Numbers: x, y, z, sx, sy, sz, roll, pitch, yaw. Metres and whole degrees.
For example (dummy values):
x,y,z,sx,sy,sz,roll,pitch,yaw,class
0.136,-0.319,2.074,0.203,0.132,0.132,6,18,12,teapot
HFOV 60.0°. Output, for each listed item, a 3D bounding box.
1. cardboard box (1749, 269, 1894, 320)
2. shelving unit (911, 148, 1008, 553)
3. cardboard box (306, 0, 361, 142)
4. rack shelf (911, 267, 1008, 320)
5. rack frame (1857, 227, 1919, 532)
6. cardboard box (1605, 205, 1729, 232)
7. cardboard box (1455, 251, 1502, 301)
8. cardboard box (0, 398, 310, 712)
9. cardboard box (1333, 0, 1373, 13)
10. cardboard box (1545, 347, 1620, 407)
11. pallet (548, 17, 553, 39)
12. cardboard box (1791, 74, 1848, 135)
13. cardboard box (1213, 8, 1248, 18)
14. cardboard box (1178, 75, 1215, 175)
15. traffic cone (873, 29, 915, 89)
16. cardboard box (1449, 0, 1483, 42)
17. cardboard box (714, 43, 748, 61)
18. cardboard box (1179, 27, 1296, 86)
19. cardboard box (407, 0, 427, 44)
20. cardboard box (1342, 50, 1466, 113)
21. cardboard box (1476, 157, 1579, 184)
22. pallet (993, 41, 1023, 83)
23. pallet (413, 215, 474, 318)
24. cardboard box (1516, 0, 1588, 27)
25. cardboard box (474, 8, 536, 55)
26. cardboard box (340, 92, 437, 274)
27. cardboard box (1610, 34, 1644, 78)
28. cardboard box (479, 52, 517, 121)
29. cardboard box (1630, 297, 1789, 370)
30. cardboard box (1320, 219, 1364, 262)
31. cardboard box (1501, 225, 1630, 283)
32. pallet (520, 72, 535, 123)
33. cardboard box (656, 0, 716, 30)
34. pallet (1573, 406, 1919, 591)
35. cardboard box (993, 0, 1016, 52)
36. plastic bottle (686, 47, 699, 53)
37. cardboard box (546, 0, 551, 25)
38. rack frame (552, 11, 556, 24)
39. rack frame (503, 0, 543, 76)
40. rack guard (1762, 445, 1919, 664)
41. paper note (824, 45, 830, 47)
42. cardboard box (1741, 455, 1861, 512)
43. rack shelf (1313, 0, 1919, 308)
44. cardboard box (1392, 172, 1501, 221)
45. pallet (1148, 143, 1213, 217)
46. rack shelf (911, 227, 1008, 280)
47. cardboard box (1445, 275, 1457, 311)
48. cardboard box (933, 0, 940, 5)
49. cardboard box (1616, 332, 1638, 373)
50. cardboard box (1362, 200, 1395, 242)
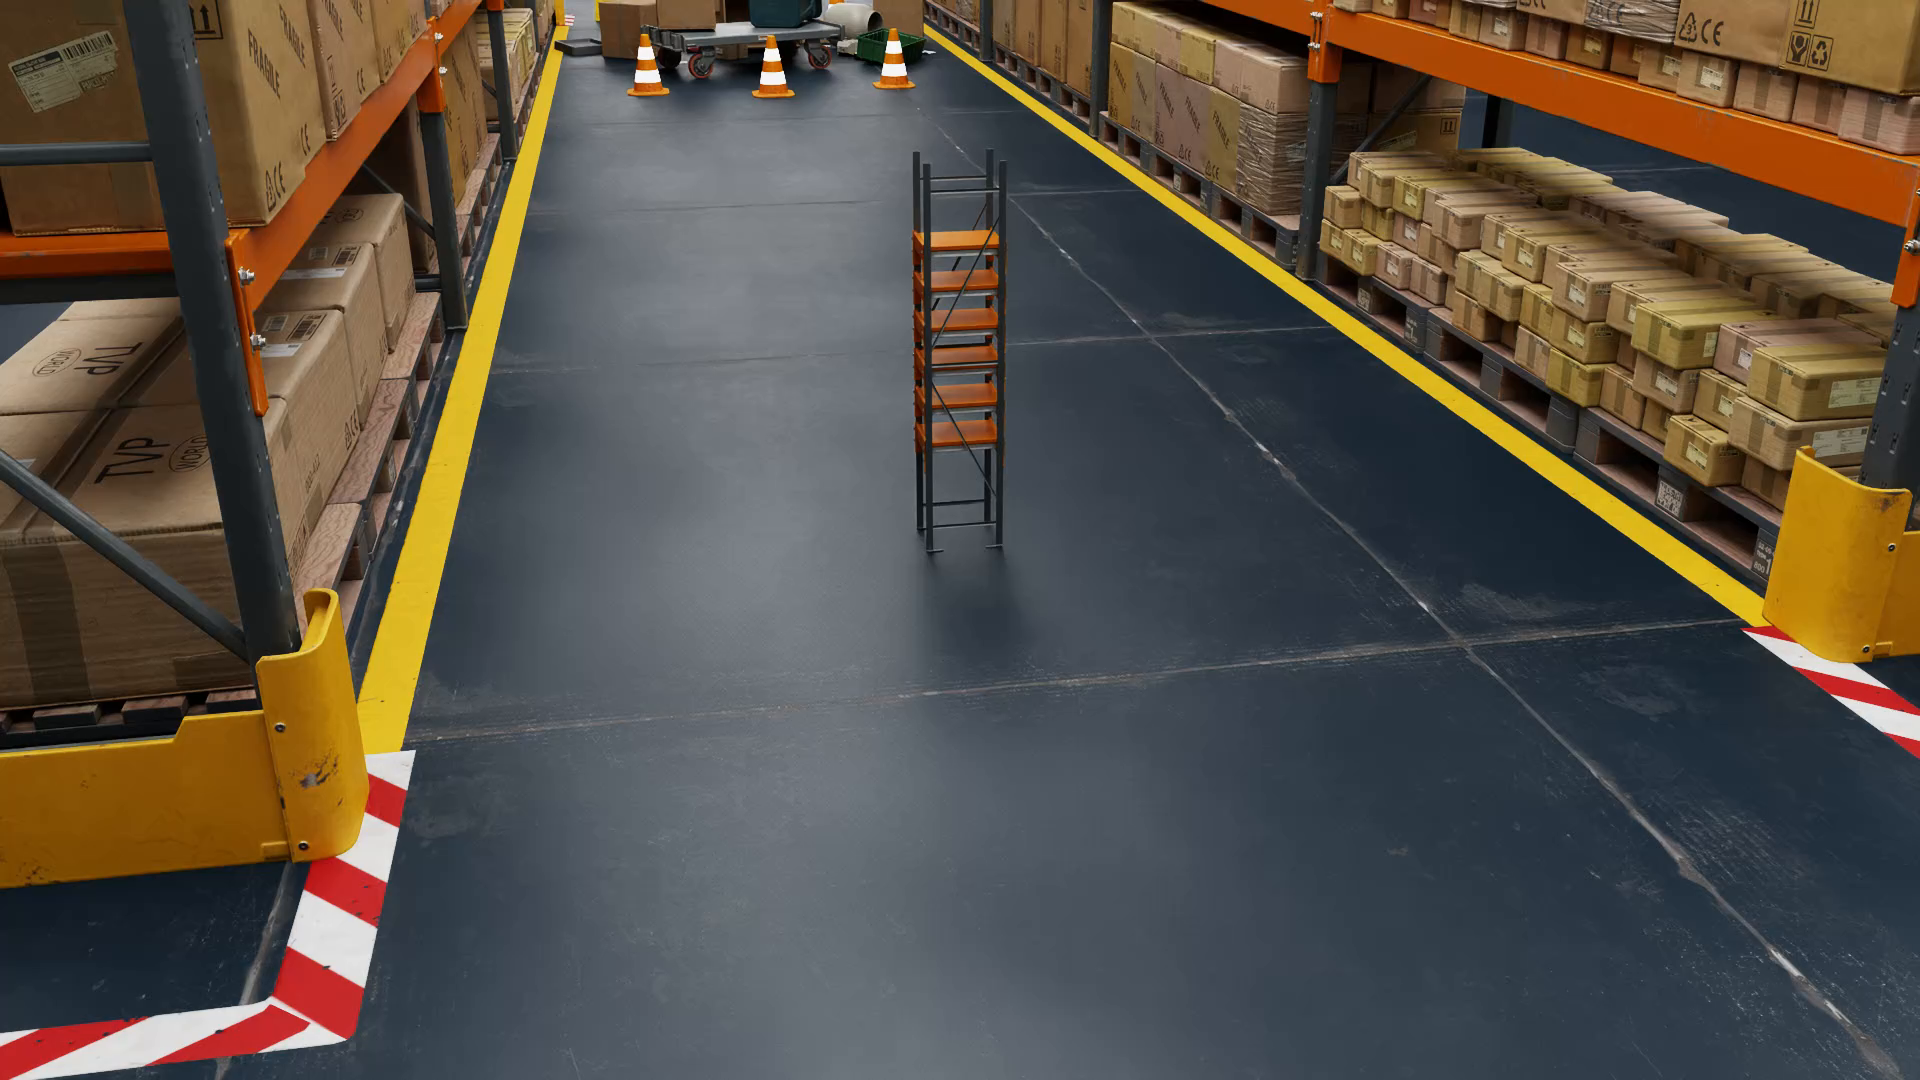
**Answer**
x,y,z,sx,sy,sz,roll,pitch,yaw,class
2.919,-0.807,5.644,0.380,0.149,0.250,-5,24,-12,cardboard box
-0.003,-0.556,5.023,0.258,1.200,0.189,-4,24,-10,shelving unit
-1.950,-1.366,4.505,0.500,0.500,0.500,-4,24,-10,cardboard box
-0.003,-0.735,4.945,0.258,0.103,0.180,-4,24,-10,rack shelf
2.900,-1.118,4.062,1.000,3.000,0.127,-4,24,-10,rack frame
2.795,-1.222,6.593,0.380,0.149,0.250,-5,24,-12,cardboard box
2.187,-1.041,6.551,0.380,0.149,0.250,-4,24,-10,cardboard box
-2.167,0.018,4.138,0.875,0.438,0.875,-5,24,-12,cardboard box
1.891,-2.440,7.404,0.380,0.149,0.250,-3,24,-8,cardboard box
2.319,-0.591,5.893,0.380,0.149,0.250,-5,24,-12,cardboard box
-4.776,-5.375,17.294,1.003,0.211,1.213,-4,24,-10,pallet
2.552,-1.211,4.588,0.380,0.149,0.250,-4,24,-10,cardboard box
1.908,-3.208,10.508,0.500,0.250,0.500,-4,24,-9,cardboard box
1.590,-2.414,9.629,0.500,0.500,0.500,-5,24,-11,cardboard box
-0.555,-4.036,13.913,0.336,0.463,0.334,-4,24,-10,traffic cone
2.139,-2.032,6.469,0.380,0.149,0.250,-4,24,-9,cardboard box
-2.207,-4.658,15.584,0.396,0.266,0.258,18,29,36,cardboard box
1.580,-2.766,9.497,0.500,0.250,0.500,-5,24,-12,cardboard box
-2.349,-2.167,6.340,0.500,0.500,0.500,-4,24,-9,cardboard box
2.283,-2.392,8.641,0.500,0.250,0.500,-5,24,-12,cardboard box
2.568,-1.632,7.532,0.380,0.149,0.250,-4,24,-9,cardboard box
0.897,-4.262,14.745,1.003,0.211,1.213,-4,24,-10,pallet
-2.903,-1.305,7.975,1.003,0.211,1.213,-4,24,-10,pallet
2.288,-2.056,5.714,0.500,0.500,0.500,-3,24,-7,cardboard box
-4.066,-4.214,13.909,0.950,0.372,0.625,-4,24,-9,cardboard box
-2.879,-1.742,7.620,0.875,0.875,0.875,-4,24,-8,cardboard box
2.410,-1.623,5.533,0.380,0.149,0.250,-5,24,-12,cardboard box
-3.520,-3.070,11.289,0.950,0.372,0.625,-6,24,-13,cardboard box
2.390,-0.661,5.311,0.380,0.149,0.250,-5,24,-11,cardboard box
1.911,-1.410,7.768,0.380,0.149,0.250,-5,24,-12,cardboard box
2.284,-1.082,6.274,0.380,0.149,0.250,-4,24,-9,cardboard box
-3.791,-3.367,12.695,1.003,0.211,1.213,-4,24,-10,pallet
-2.422,-4.777,14.617,0.500,0.500,0.500,-4,24,-10,cardboard box
2.770,-0.192,5.426,1.003,0.211,1.213,-4,24,-10,pallet
0.884,-4.762,14.691,1.050,0.750,0.750,-4,24,-10,cardboard box
-2.561,-4.732,16.007,0.133,0.061,0.283,0,24,-1,plastic bottle
-4.301,-5.230,16.387,0.500,0.250,0.500,-5,24,-12,cardboard box
-4.905,-7.005,17.542,1.000,3.000,0.127,-4,24,-10,rack frame
-4.165,-5.432,13.939,1.000,3.000,0.127,-4,24,-10,rack frame
2.885,-0.002,4.630,1.175,0.500,0.348,-4,24,-10,rack guard
-1.369,-4.872,16.378,0.172,0.023,0.155,4,24,9,paper note
2.597,-0.195,4.987,0.380,0.149,0.250,-4,24,-9,cardboard box
2.530,-1.575,6.007,1.077,0.370,4.000,-4,24,-10,rack shelf
2.108,-1.490,7.209,0.380,0.149,0.250,-5,24,-10,cardboard box
1.785,-2.200,10.024,1.003,0.211,1.213,-4,24,-10,pallet
-0.003,-0.845,4.897,0.258,0.103,0.180,-4,24,-10,rack shelf
2.238,-1.012,6.857,0.380,0.149,0.250,-5,24,-12,cardboard box
0.131,-6.368,18.213,0.875,0.875,0.875,-4,24,-9,cardboard box
2.475,-0.644,5.643,0.380,0.149,0.250,-5,24,-10,cardboard box
2.047,-1.454,7.498,0.380,0.149,0.250,-4,24,-9,cardboard box
